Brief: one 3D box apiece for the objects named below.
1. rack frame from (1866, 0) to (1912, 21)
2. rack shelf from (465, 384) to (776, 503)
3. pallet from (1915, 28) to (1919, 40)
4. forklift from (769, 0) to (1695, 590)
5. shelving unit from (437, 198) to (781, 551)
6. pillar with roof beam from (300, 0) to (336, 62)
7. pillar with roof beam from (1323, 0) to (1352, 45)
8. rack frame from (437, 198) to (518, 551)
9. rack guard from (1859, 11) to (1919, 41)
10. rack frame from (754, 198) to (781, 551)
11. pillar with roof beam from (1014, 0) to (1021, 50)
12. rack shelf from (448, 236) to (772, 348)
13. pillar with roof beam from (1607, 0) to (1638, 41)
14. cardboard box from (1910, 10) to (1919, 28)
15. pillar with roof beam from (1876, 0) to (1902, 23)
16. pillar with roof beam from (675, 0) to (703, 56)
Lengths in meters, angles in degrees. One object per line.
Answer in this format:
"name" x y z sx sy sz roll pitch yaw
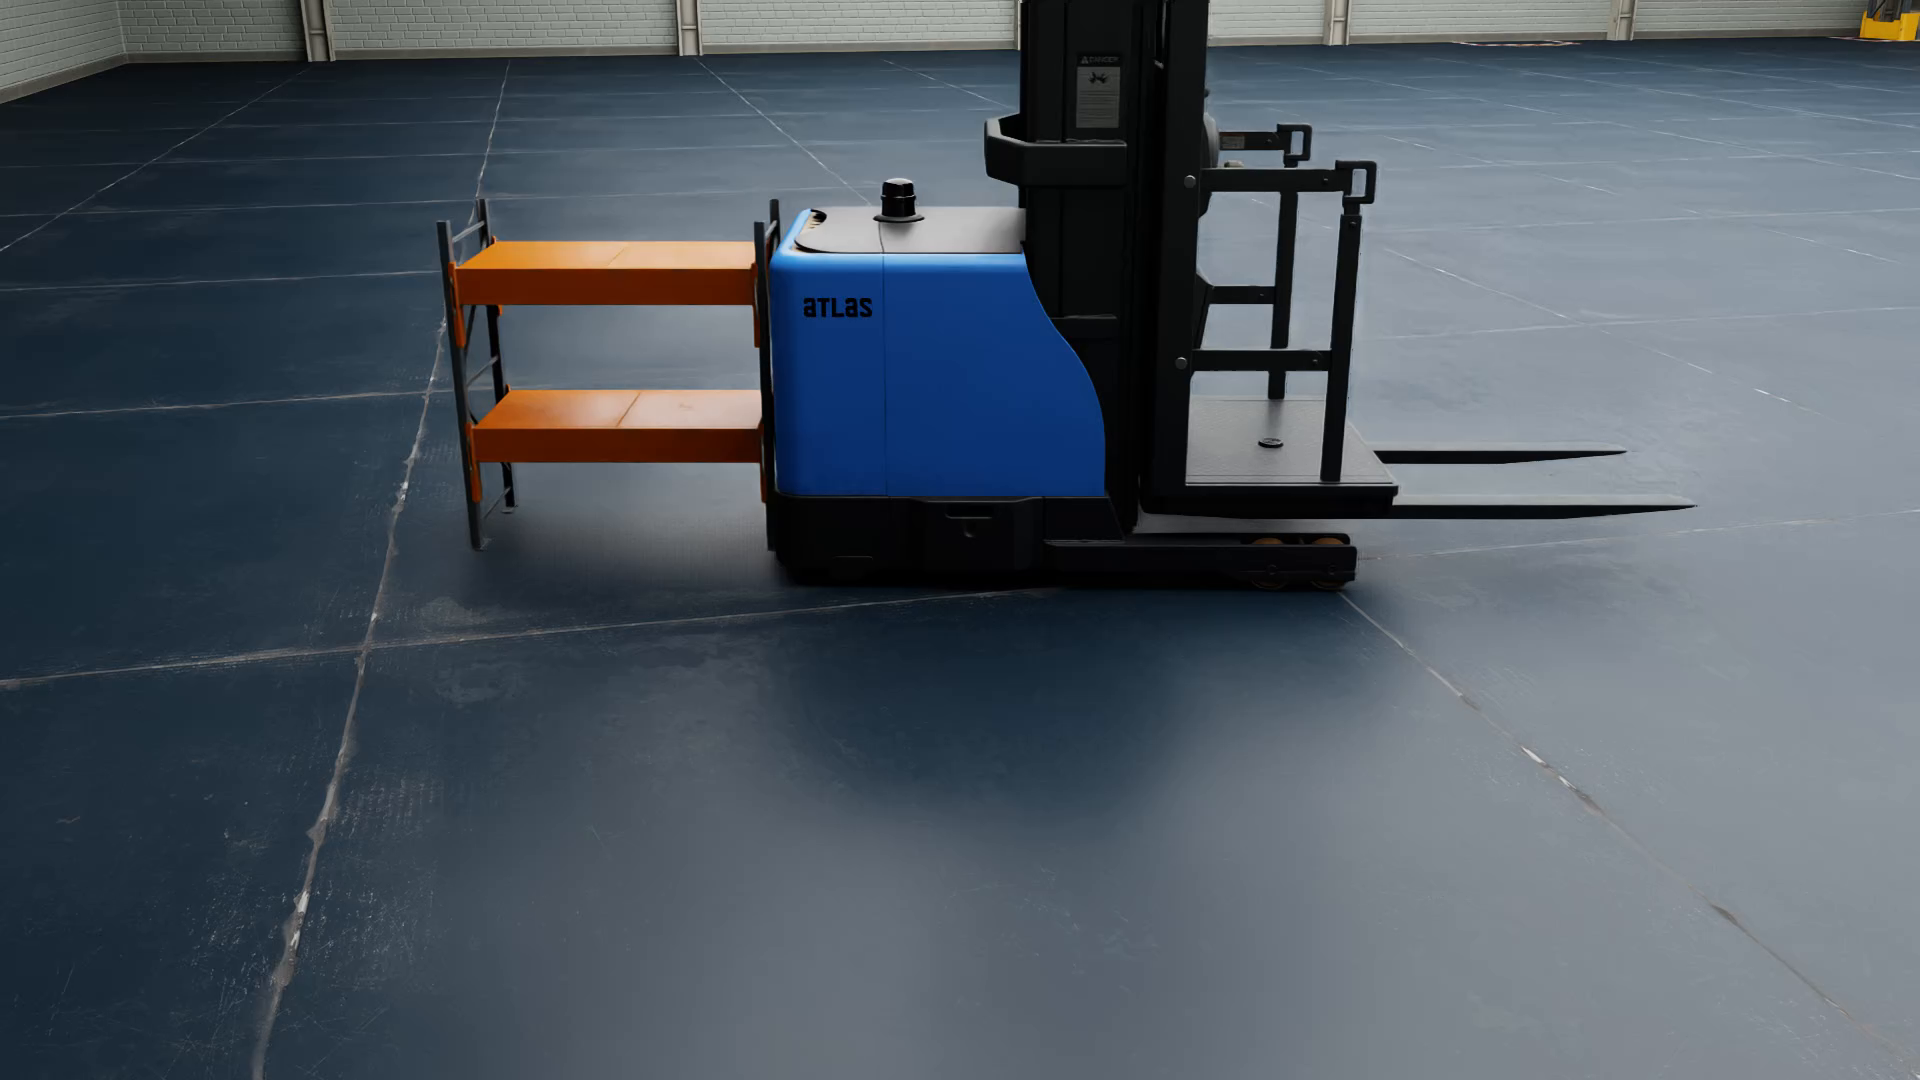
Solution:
"rack frame" 18.236 -11.309 32.326 0.127 3.000 1.000 -5 21 -12
"rack shelf" -1.153 -0.346 5.836 1.000 0.278 0.538 0 20 0
"pallet" 19.109 -10.058 32.965 1.213 0.211 1.003 -5 21 -12
"forklift" 0.913 -1.398 5.370 3.031 2.935 1.130 0 20 0
"shelving unit" -1.153 -0.576 5.751 1.048 1.125 0.538 0 20 0
"pillar with roof beam" -9.486 -10.655 21.820 0.400 9.000 9.100 -5 21 -12
"pillar with roof beam" 8.031 -12.080 25.709 0.400 9.000 9.100 -5 21 -12
"rack frame" -1.661 -0.576 5.753 0.032 1.125 0.500 0 20 0
"rack guard" 18.310 -10.141 32.772 0.348 0.500 1.175 -5 21 -12
"rack frame" -0.644 -0.575 5.750 0.032 1.125 0.500 0 20 0
"pillar with roof beam" 2.192 -11.605 24.413 0.400 9.000 9.100 -5 21 -12
"rack shelf" -1.153 -0.851 5.651 1.000 0.278 0.538 0 20 0
"pillar with roof beam" 13.870 -12.555 27.006 0.400 9.000 9.100 -5 21 -12
"cardboard box" 18.930 -10.278 32.780 0.500 0.311 0.500 -7 21 -19
"pillar with roof beam" 19.709 -13.030 28.302 0.400 9.000 9.100 -5 21 -12
"pillar with roof beam" -3.647 -11.130 23.116 0.400 9.000 9.100 -5 21 -12
